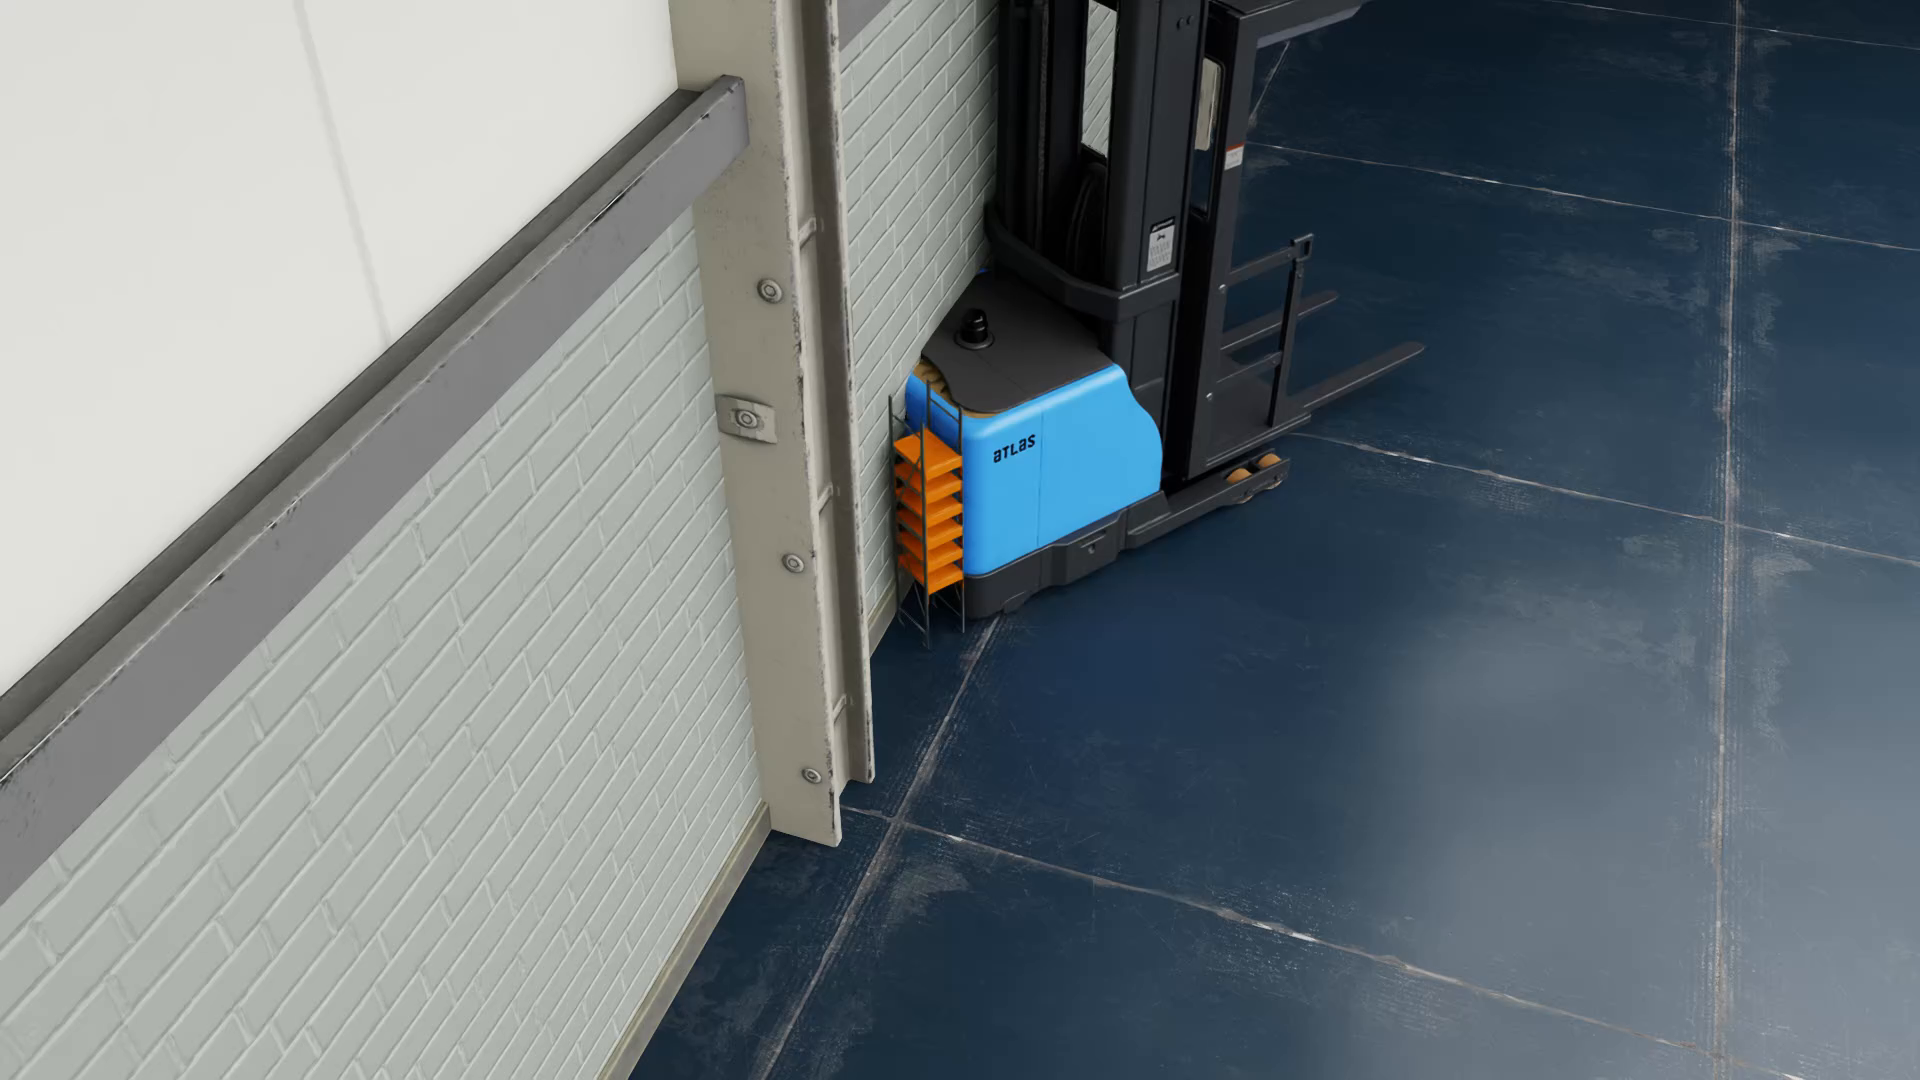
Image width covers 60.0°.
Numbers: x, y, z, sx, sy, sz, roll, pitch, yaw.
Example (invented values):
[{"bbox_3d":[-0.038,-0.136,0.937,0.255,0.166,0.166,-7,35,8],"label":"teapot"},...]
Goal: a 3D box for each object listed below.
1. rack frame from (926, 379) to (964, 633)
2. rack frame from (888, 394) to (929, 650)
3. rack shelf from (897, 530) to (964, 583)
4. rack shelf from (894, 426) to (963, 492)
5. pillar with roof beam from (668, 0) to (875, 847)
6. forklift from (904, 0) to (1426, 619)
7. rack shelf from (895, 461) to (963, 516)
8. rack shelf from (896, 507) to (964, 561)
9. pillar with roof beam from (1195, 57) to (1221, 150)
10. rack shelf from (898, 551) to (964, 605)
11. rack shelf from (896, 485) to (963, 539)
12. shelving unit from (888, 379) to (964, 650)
[{"bbox_3d":[-0.058,-0.118,6.915,0.006,1.200,0.240,-25,46,-26],"label":"rack frame"},{"bbox_3d":[-0.207,-0.049,6.834,0.006,1.200,0.240,-25,46,-26],"label":"rack frame"},{"bbox_3d":[-0.132,0.043,6.980,0.180,0.103,0.258,-25,46,-26],"label":"rack shelf"},{"bbox_3d":[-0.135,-0.325,6.672,0.180,0.103,0.258,-25,46,-26],"label":"rack shelf"},{"bbox_3d":[3.498,-1.452,2.472,9.100,9.000,0.400,13,42,15],"label":"pillar with roof beam"},{"bbox_3d":[0.966,-1.542,7.253,3.031,2.935,1.130,-25,46,-26],"label":"forklift"},{"bbox_3d":[-0.134,-0.233,6.749,0.180,0.103,0.258,-25,46,-26],"label":"rack shelf"},{"bbox_3d":[-0.133,-0.049,6.903,0.180,0.103,0.258,-25,46,-26],"label":"rack shelf"},{"bbox_3d":[5.550,-5.111,6.761,9.100,9.000,0.400,13,42,15],"label":"pillar with roof beam"},{"bbox_3d":[-0.131,0.135,7.057,0.180,0.103,0.258,-25,46,-26],"label":"rack shelf"},{"bbox_3d":[-0.133,-0.141,6.826,0.180,0.103,0.258,-25,46,-26],"label":"rack shelf"},{"bbox_3d":[-0.133,-0.083,6.875,0.189,1.200,0.258,-25,46,-26],"label":"shelving unit"}]
